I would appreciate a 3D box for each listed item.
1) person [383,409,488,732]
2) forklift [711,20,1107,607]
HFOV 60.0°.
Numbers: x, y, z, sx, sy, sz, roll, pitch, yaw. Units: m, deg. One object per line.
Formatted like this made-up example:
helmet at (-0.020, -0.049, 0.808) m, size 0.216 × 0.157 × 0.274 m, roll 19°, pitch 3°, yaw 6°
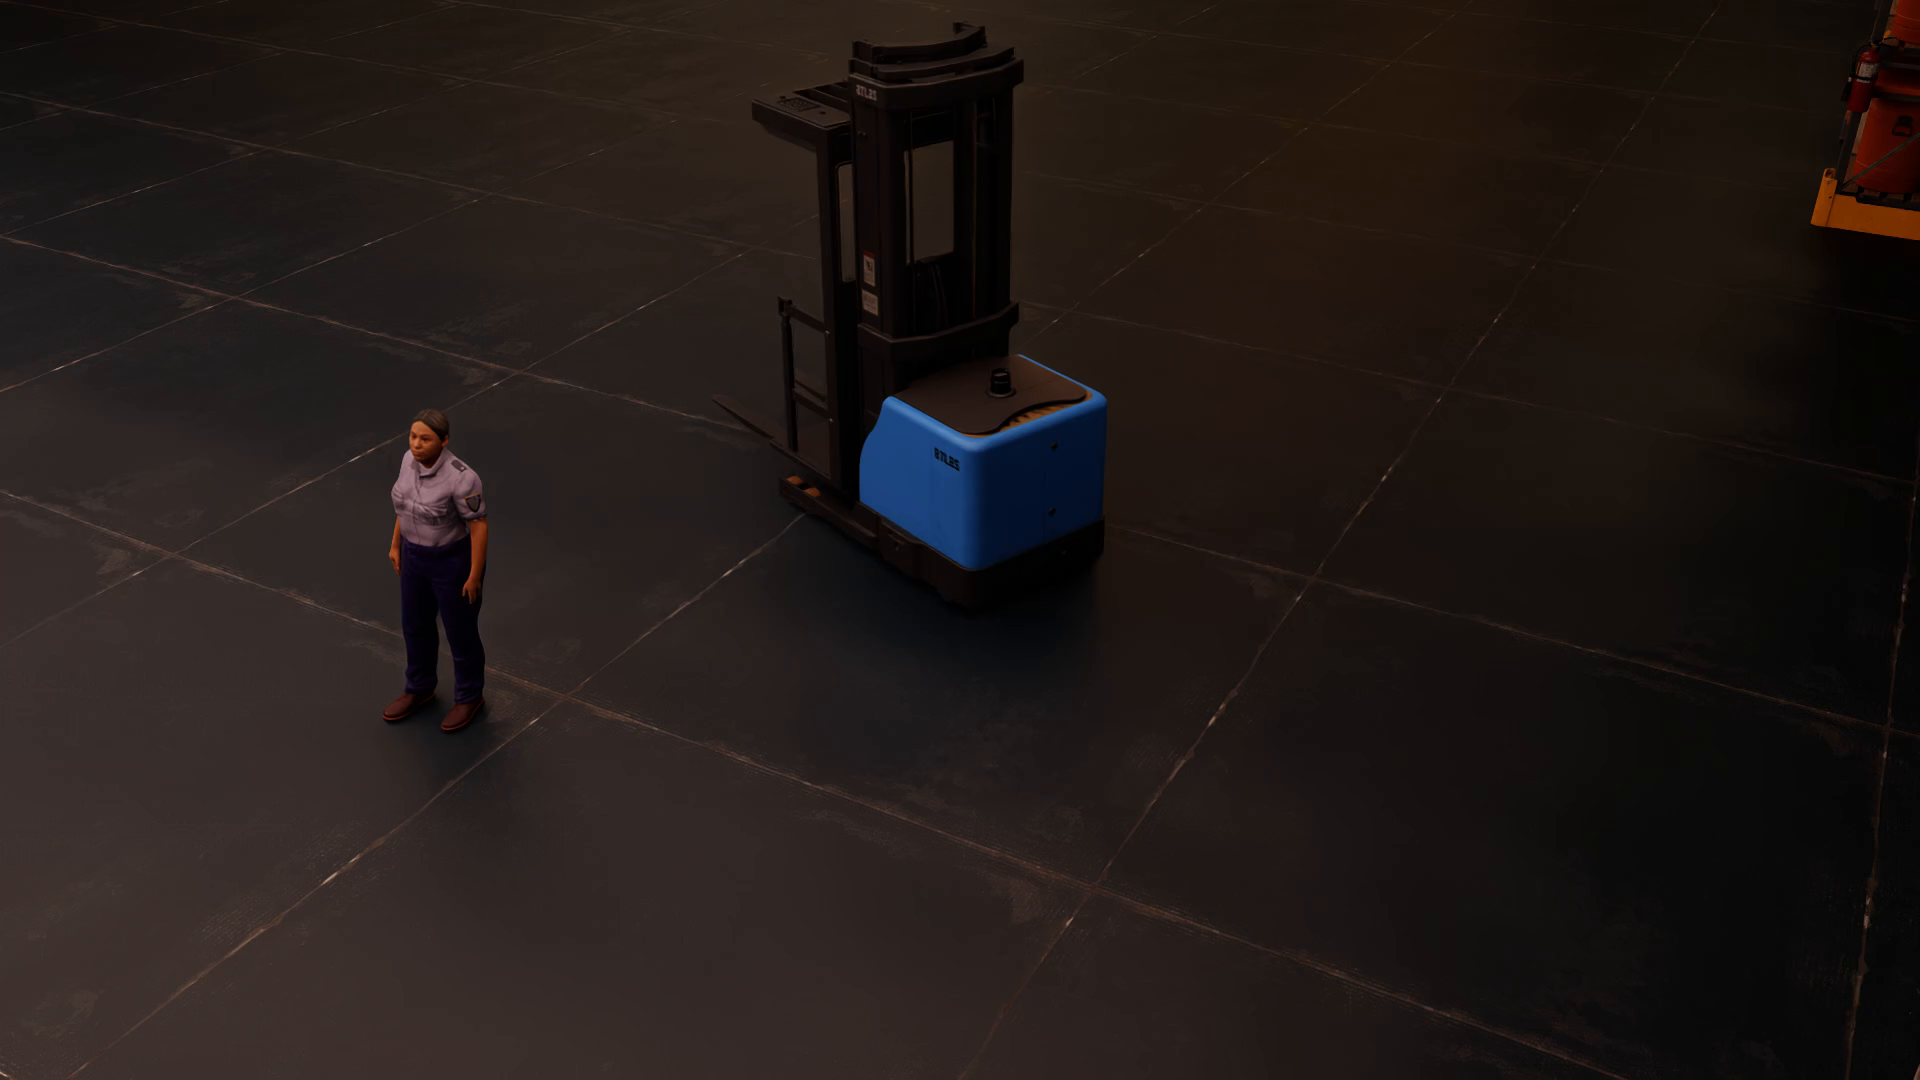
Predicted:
person at (-2.580, 0.159, 8.072) m, size 0.583 × 1.656 × 0.487 m, roll 16°, pitch 34°, yaw 25°
forklift at (-0.476, -1.566, 9.783) m, size 1.130 × 2.935 × 3.031 m, roll -22°, pitch 37°, yaw -33°
